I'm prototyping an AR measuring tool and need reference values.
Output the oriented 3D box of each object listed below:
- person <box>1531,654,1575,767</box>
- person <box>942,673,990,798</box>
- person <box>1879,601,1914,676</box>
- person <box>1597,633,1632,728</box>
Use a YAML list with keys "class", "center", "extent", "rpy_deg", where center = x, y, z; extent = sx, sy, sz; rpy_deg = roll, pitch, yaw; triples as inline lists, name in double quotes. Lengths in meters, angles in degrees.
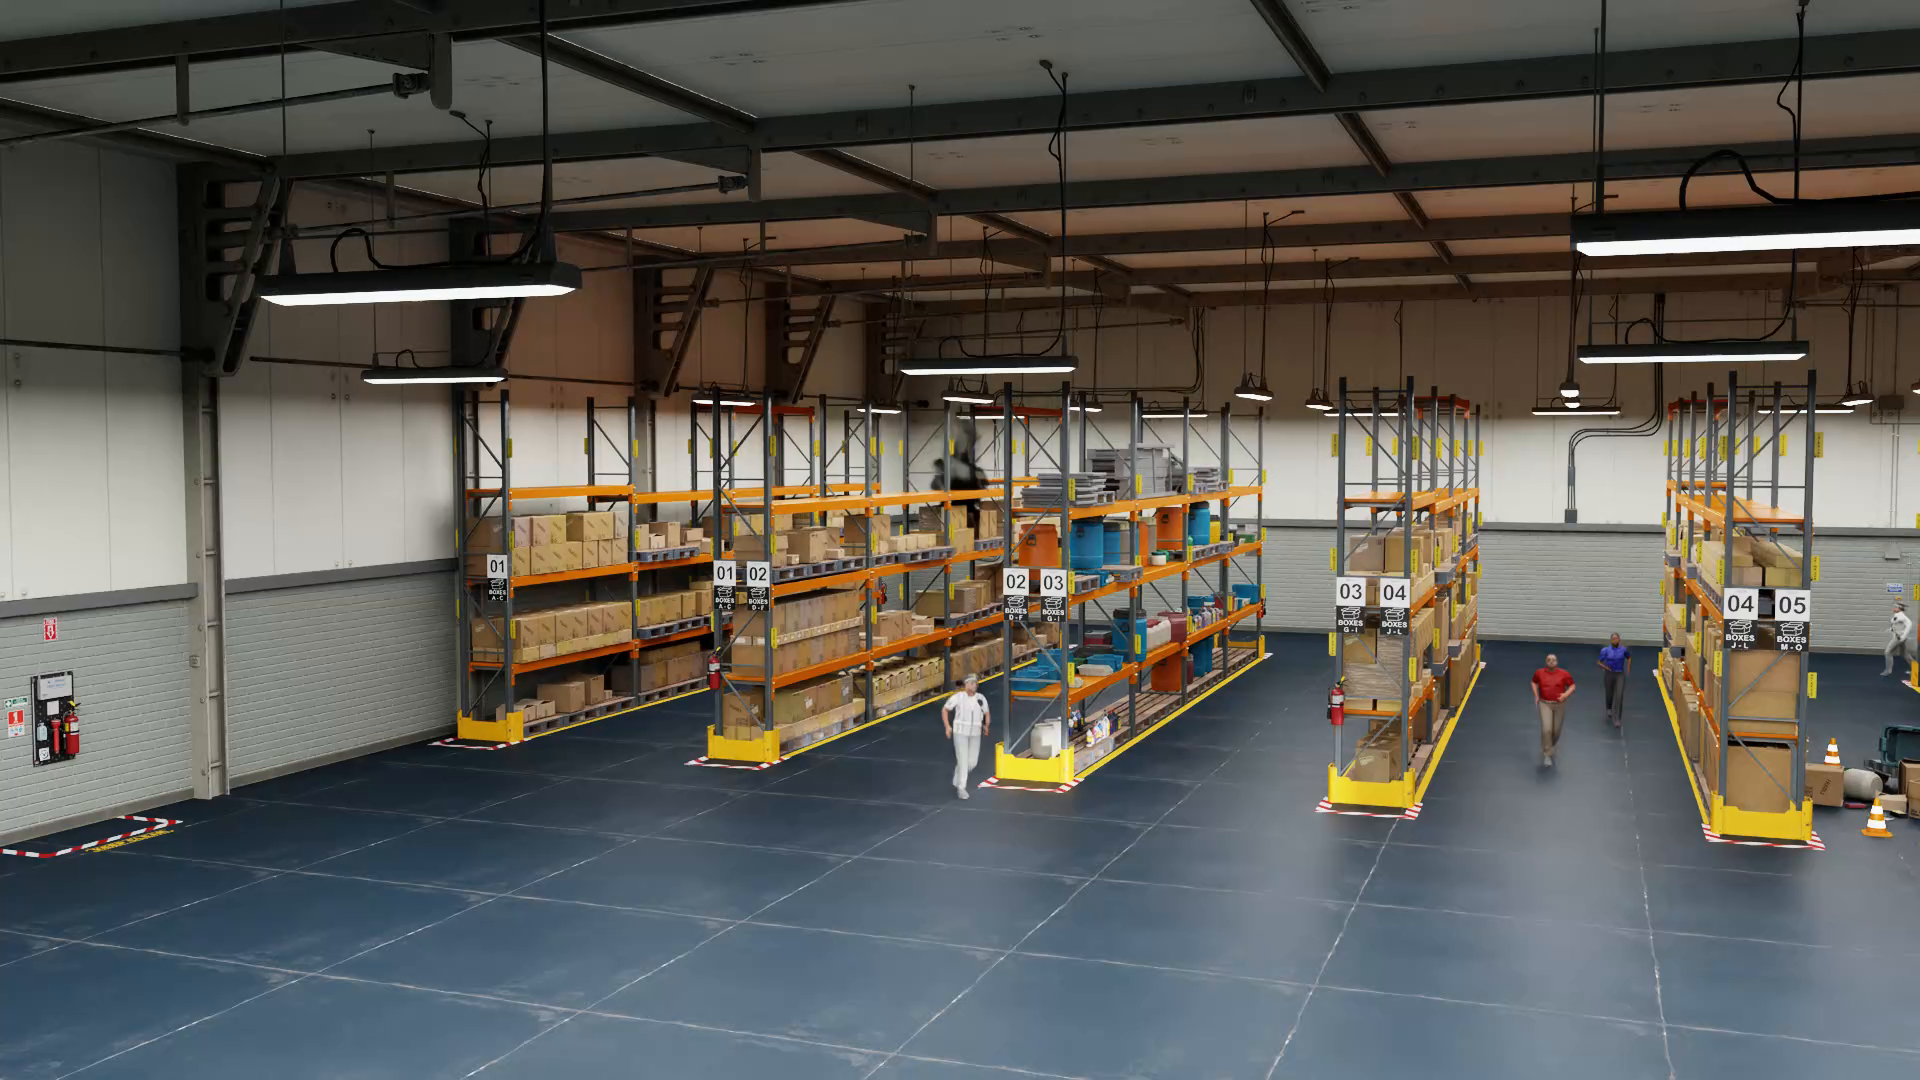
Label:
- class: "person"
  center: [9.453, 2.683, 26.515]
  extent: [0.658, 1.770, 0.854]
  rpy_deg: [1, 3, 16]
- class: "person"
  center: [0.119, 2.817, 24.139]
  extent: [0.714, 1.756, 0.716]
  rpy_deg: [-1, 3, -18]
- class: "person"
  center: [20.514, 2.173, 36.279]
  extent: [0.782, 1.704, 0.682]
  rpy_deg: [2, 4, 28]
- class: "person"
  center: [11.849, 2.508, 30.111]
  extent: [0.596, 1.663, 0.932]
  rpy_deg: [1, 3, 18]
